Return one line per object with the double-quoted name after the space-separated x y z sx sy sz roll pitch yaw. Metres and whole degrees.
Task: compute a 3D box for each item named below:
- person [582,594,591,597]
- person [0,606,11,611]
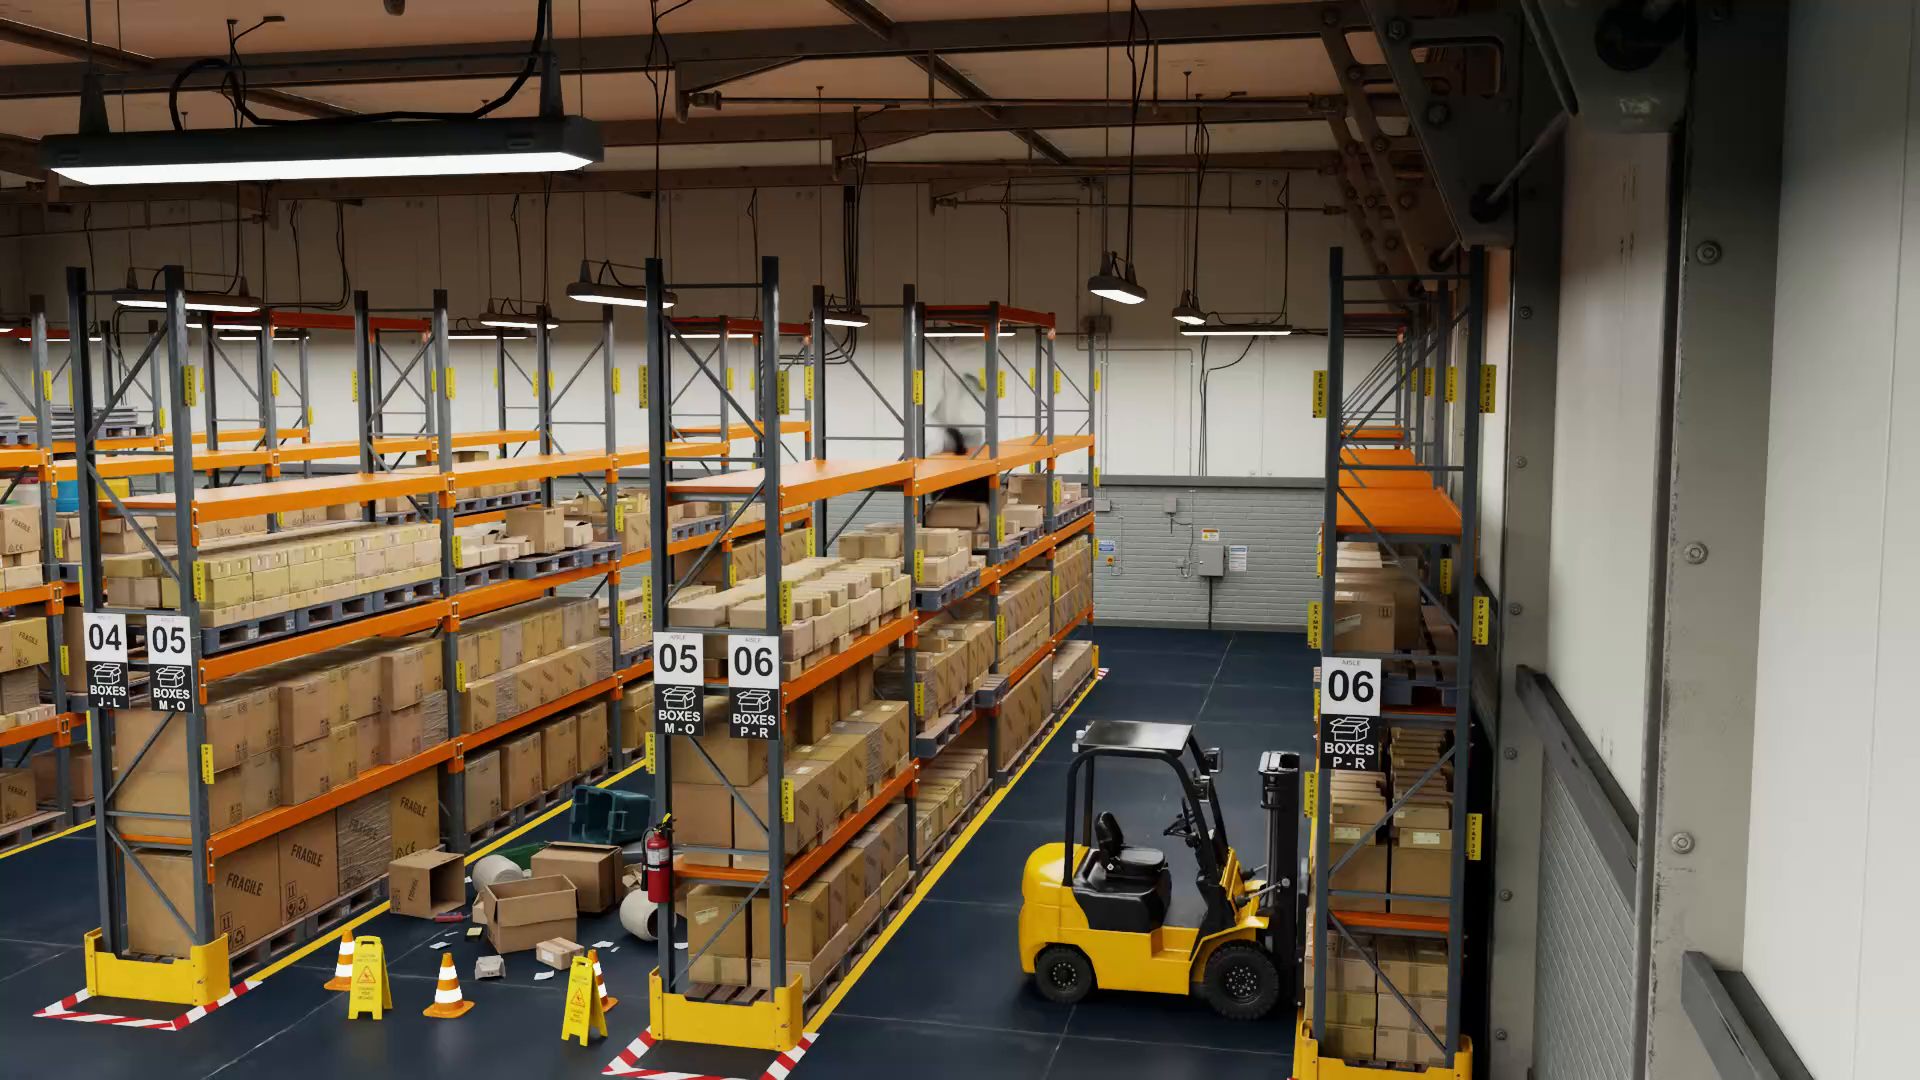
-5.638 1.702 25.551 0.620 1.785 0.829 2 6 18 "person"
-16.327 1.437 27.977 0.672 1.820 0.928 0 6 5 "person"
